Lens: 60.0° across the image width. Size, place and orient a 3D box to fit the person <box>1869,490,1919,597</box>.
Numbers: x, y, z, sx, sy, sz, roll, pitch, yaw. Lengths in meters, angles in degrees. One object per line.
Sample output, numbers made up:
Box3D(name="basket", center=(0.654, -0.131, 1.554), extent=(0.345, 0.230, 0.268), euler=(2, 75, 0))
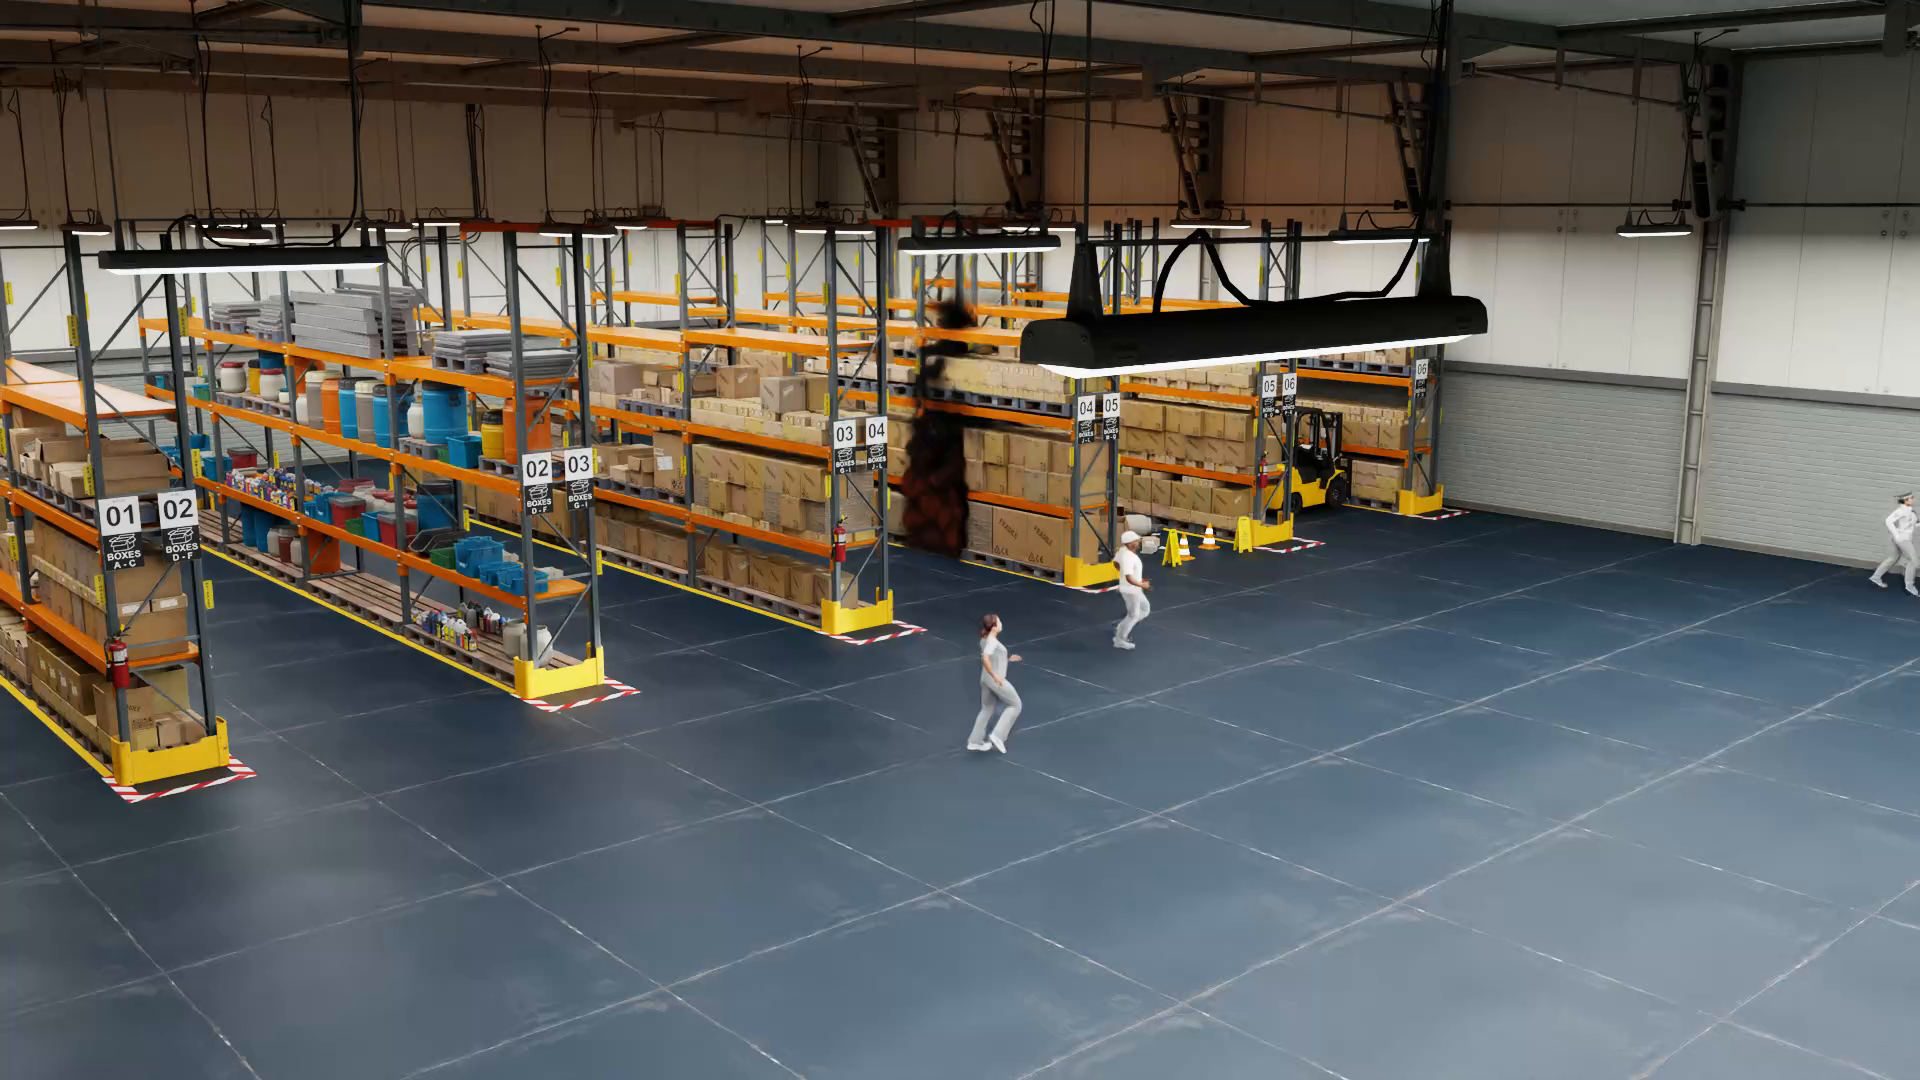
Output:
Box3D(name="person", center=(15.509, 0.032, 27.403), extent=(0.769, 1.747, 0.589), euler=(7, 13, 30))

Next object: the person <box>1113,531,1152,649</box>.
Box3D(name="person", center=(2.492, 0.707, 23.999), extent=(0.549, 1.721, 0.711), euler=(0, 11, 1))

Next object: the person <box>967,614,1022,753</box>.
Box3D(name="person", center=(0.413, 1.671, 19.368), extent=(0.682, 1.669, 0.538), euler=(-5, 12, -23))
